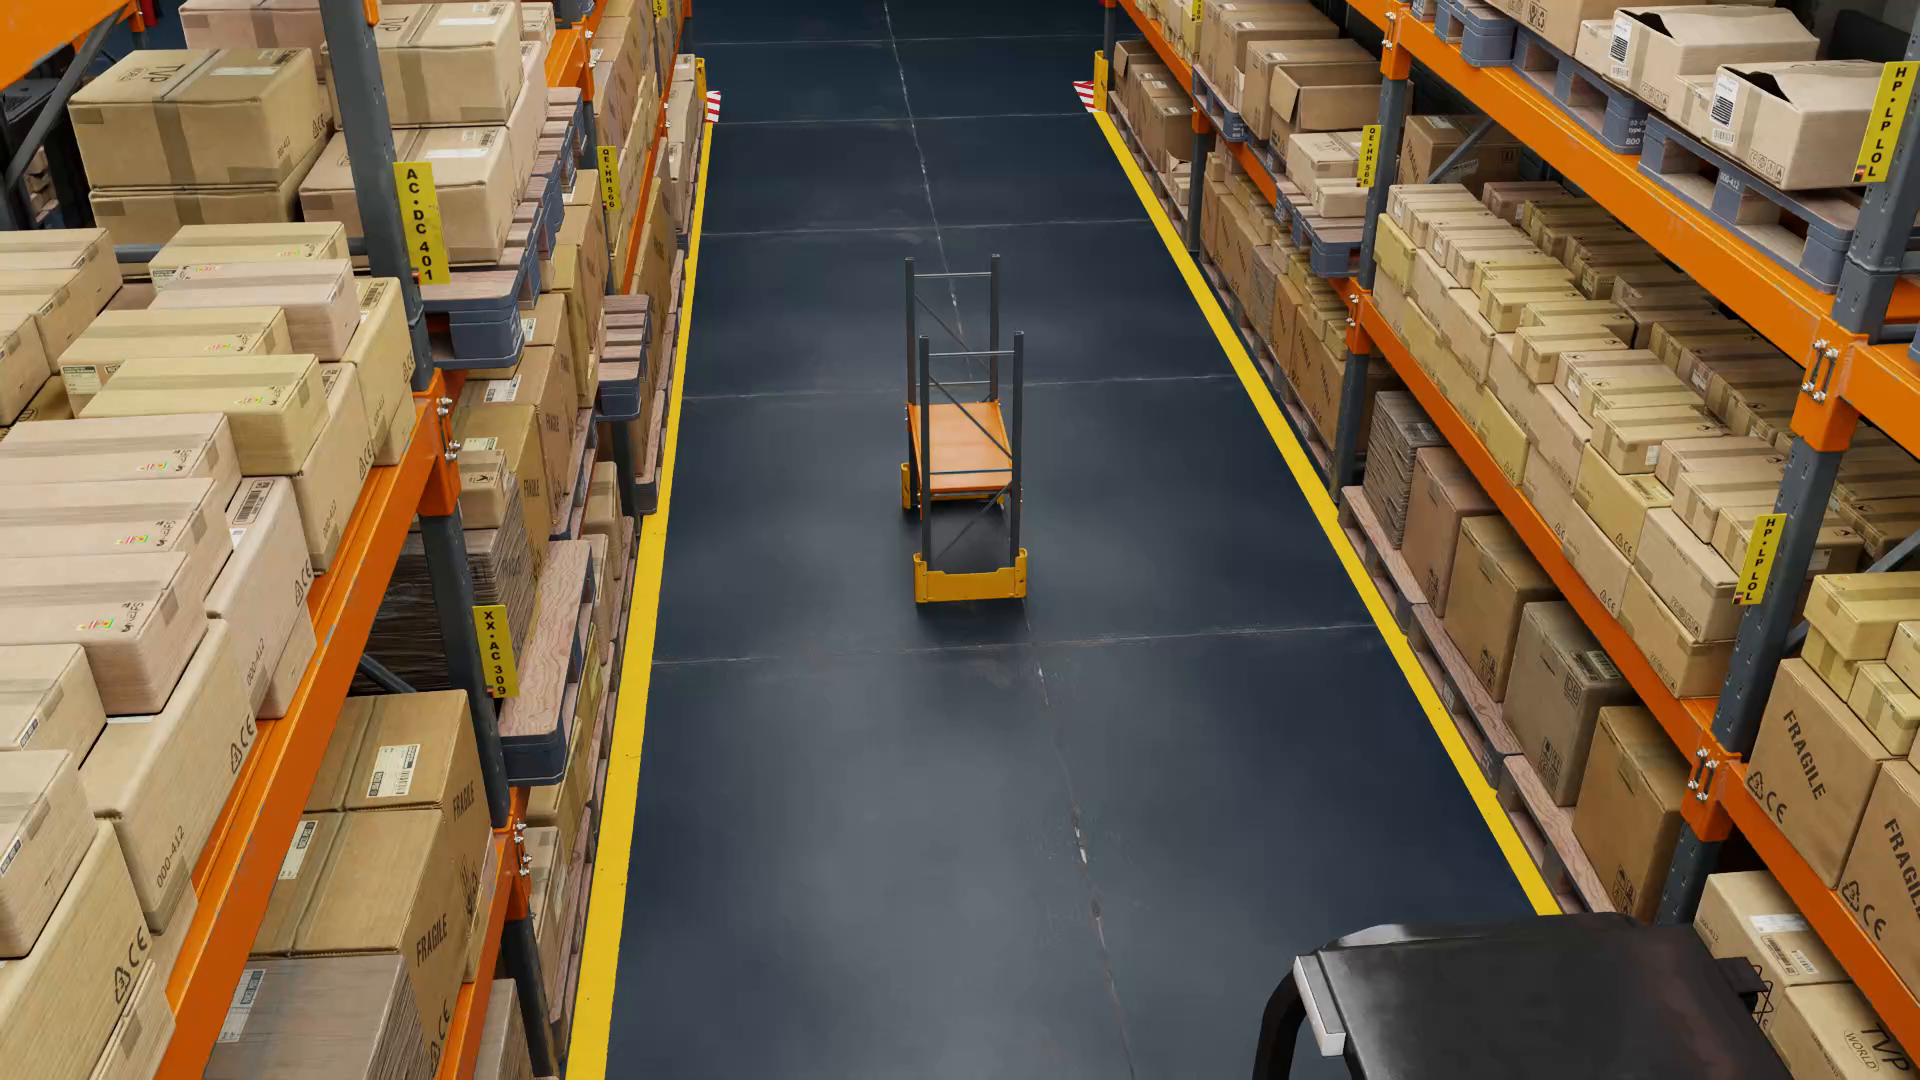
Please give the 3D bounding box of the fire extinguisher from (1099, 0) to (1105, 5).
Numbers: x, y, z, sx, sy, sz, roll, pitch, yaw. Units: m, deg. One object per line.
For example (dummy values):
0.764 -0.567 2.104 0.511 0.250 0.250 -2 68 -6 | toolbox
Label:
1.431 -5.492 15.958 0.296 0.674 0.183 -3 31 -5 | fire extinguisher

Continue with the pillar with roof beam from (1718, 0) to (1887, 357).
-0.614 -3.295 5.990 9.100 9.000 0.400 -3 31 -5 | pillar with roof beam

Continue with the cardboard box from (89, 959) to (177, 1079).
-1.374 0.752 2.386 0.380 0.149 0.250 -2 31 -4 | cardboard box

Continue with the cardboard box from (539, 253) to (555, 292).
-1.855 -1.116 6.763 0.380 0.149 0.250 -4 31 -7 | cardboard box

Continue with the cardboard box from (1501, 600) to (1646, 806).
2.901 0.671 7.107 0.875 0.625 0.625 -3 31 -5 | cardboard box

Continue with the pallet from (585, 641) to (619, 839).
-2.107 0.910 7.521 1.003 0.211 1.213 -3 31 -5 | pallet

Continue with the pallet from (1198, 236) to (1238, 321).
2.392 -1.979 12.358 1.003 0.211 1.213 -3 31 -5 | pallet

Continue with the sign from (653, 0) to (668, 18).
-2.124 -3.844 11.709 0.100 0.325 0.005 -3 31 -5 | sign

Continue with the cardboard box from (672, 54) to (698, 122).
-2.875 -4.141 15.346 0.875 0.438 0.875 -4 31 -6 | cardboard box

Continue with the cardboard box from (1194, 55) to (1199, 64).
1.998 -3.633 12.652 0.380 0.149 0.250 -2 31 -4 | cardboard box

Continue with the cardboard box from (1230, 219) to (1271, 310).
2.202 -1.913 11.556 0.500 0.500 0.500 -4 31 -6 | cardboard box

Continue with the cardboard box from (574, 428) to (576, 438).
-1.801 -0.437 6.892 0.380 0.149 0.250 -4 31 -6 | cardboard box

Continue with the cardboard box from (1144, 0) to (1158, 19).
1.778 -4.550 14.187 0.380 0.149 0.250 -2 31 -3 | cardboard box

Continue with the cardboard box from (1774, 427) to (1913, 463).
3.212 -0.284 6.070 0.380 0.149 0.250 -3 31 -5 | cardboard box

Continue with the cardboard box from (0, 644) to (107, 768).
-1.483 0.284 2.391 0.380 0.149 0.250 -2 31 -4 | cardboard box

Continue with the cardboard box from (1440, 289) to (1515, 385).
2.527 -0.936 7.551 0.500 0.250 0.500 -4 31 -6 | cardboard box

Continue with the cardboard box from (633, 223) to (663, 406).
-2.350 -1.388 10.312 0.875 0.875 0.875 -2 31 -4 | cardboard box

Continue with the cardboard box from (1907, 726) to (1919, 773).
2.872 0.612 4.570 0.380 0.149 0.250 -3 31 -5 | cardboard box

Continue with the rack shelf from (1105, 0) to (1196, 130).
2.092 -4.302 14.229 1.077 0.370 4.000 -3 31 -5 | rack shelf

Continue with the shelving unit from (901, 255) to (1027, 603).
0.007 -0.605 8.800 0.587 1.500 1.083 -3 31 -5 | shelving unit

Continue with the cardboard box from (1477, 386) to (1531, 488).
2.595 -0.461 7.242 0.500 0.250 0.500 -2 31 -3 | cardboard box

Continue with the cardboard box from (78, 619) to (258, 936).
-1.462 0.373 2.631 0.500 0.250 0.500 -2 31 -4 | cardboard box

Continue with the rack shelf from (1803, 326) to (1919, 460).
3.213 0.537 3.203 1.077 0.370 4.000 -3 31 -5 | rack shelf

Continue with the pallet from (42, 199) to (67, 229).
-7.797 -2.830 13.782 1.003 0.211 1.213 -3 31 -5 | pallet

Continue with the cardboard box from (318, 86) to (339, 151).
-2.156 -1.219 5.178 0.500 0.250 0.500 -2 31 -4 | cardboard box

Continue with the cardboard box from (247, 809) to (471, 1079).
-1.571 1.041 4.195 0.500 0.500 0.500 -2 31 -3 | cardboard box

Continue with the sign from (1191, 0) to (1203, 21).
1.739 -3.932 12.063 0.100 0.325 0.005 -3 31 -5 | sign

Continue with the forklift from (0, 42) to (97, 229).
-4.894 -1.224 8.440 1.130 2.935 3.031 -2 31 -4 | forklift

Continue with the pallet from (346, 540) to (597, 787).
-1.842 0.419 5.810 1.003 0.211 1.213 -3 31 -5 | pallet

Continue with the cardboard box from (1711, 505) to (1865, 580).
2.773 0.009 5.579 0.380 0.149 0.250 -2 31 -3 | cardboard box

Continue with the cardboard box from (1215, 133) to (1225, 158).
2.108 -2.910 12.303 0.380 0.149 0.250 -3 31 -5 | cardboard box

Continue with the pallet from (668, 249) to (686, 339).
-2.516 -1.763 11.995 1.003 0.211 1.213 -3 31 -5 | pallet

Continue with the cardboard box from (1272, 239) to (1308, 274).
2.258 -1.852 10.821 0.380 0.149 0.250 -4 31 -7 | cardboard box

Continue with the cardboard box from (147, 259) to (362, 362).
-1.568 -0.508 3.717 0.380 0.149 0.250 -3 31 -6 | cardboard box

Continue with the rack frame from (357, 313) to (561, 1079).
-1.915 0.734 5.096 1.000 3.000 0.127 -3 31 -5 | rack frame

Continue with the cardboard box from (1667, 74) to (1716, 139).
2.621 -1.456 5.575 0.380 0.149 0.250 -3 31 -5 | cardboard box

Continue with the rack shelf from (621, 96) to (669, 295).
-2.476 -2.020 10.409 1.077 0.370 4.000 -3 31 -5 | rack shelf

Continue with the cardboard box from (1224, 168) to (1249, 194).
2.150 -2.642 12.144 0.380 0.149 0.250 -4 31 -6 | cardboard box

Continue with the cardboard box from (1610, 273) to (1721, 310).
3.129 -1.067 7.381 0.380 0.149 0.250 -3 31 -5 | cardboard box

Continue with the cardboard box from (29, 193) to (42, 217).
-7.469 -2.607 13.060 0.380 0.149 0.250 -3 31 -6 | cardboard box

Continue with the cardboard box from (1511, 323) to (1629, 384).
2.522 -0.773 6.890 0.380 0.149 0.250 -4 31 -6 | cardboard box

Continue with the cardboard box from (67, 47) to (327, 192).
-2.096 -1.174 4.614 0.500 0.250 0.500 -2 31 -3 | cardboard box

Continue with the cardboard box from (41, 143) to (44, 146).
-7.544 -3.130 13.356 0.380 0.149 0.250 -4 31 -7 | cardboard box

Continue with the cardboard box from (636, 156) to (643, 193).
-2.243 -2.287 10.300 0.500 0.250 0.500 -3 31 -5 | cardboard box

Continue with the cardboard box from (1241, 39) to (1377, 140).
2.223 -2.890 10.657 0.700 0.500 0.500 -3 31 -5 | cardboard box

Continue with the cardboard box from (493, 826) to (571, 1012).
-1.967 1.414 6.110 0.950 0.372 0.625 -2 31 -4 | cardboard box

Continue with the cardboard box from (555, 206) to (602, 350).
-1.911 -1.177 7.498 0.500 0.500 0.500 -3 31 -5 | cardboard box

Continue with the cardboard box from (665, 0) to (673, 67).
-2.489 -3.902 12.761 0.500 0.500 0.500 -3 31 -4 | cardboard box

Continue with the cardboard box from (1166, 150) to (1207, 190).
1.901 -3.049 13.686 0.396 0.266 0.258 -2 31 -3 | cardboard box

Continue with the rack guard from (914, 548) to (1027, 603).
0.054 0.186 8.695 0.587 0.250 0.087 -3 31 -5 | rack guard

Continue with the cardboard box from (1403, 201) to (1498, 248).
2.415 -1.556 8.200 0.380 0.149 0.250 -2 31 -4 | cardboard box

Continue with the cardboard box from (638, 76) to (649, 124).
-2.271 -2.768 10.618 0.500 0.250 0.500 -2 31 -3 | cardboard box

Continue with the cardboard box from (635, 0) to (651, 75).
-2.315 -3.343 10.848 0.500 0.500 0.500 -2 31 -4 | cardboard box
